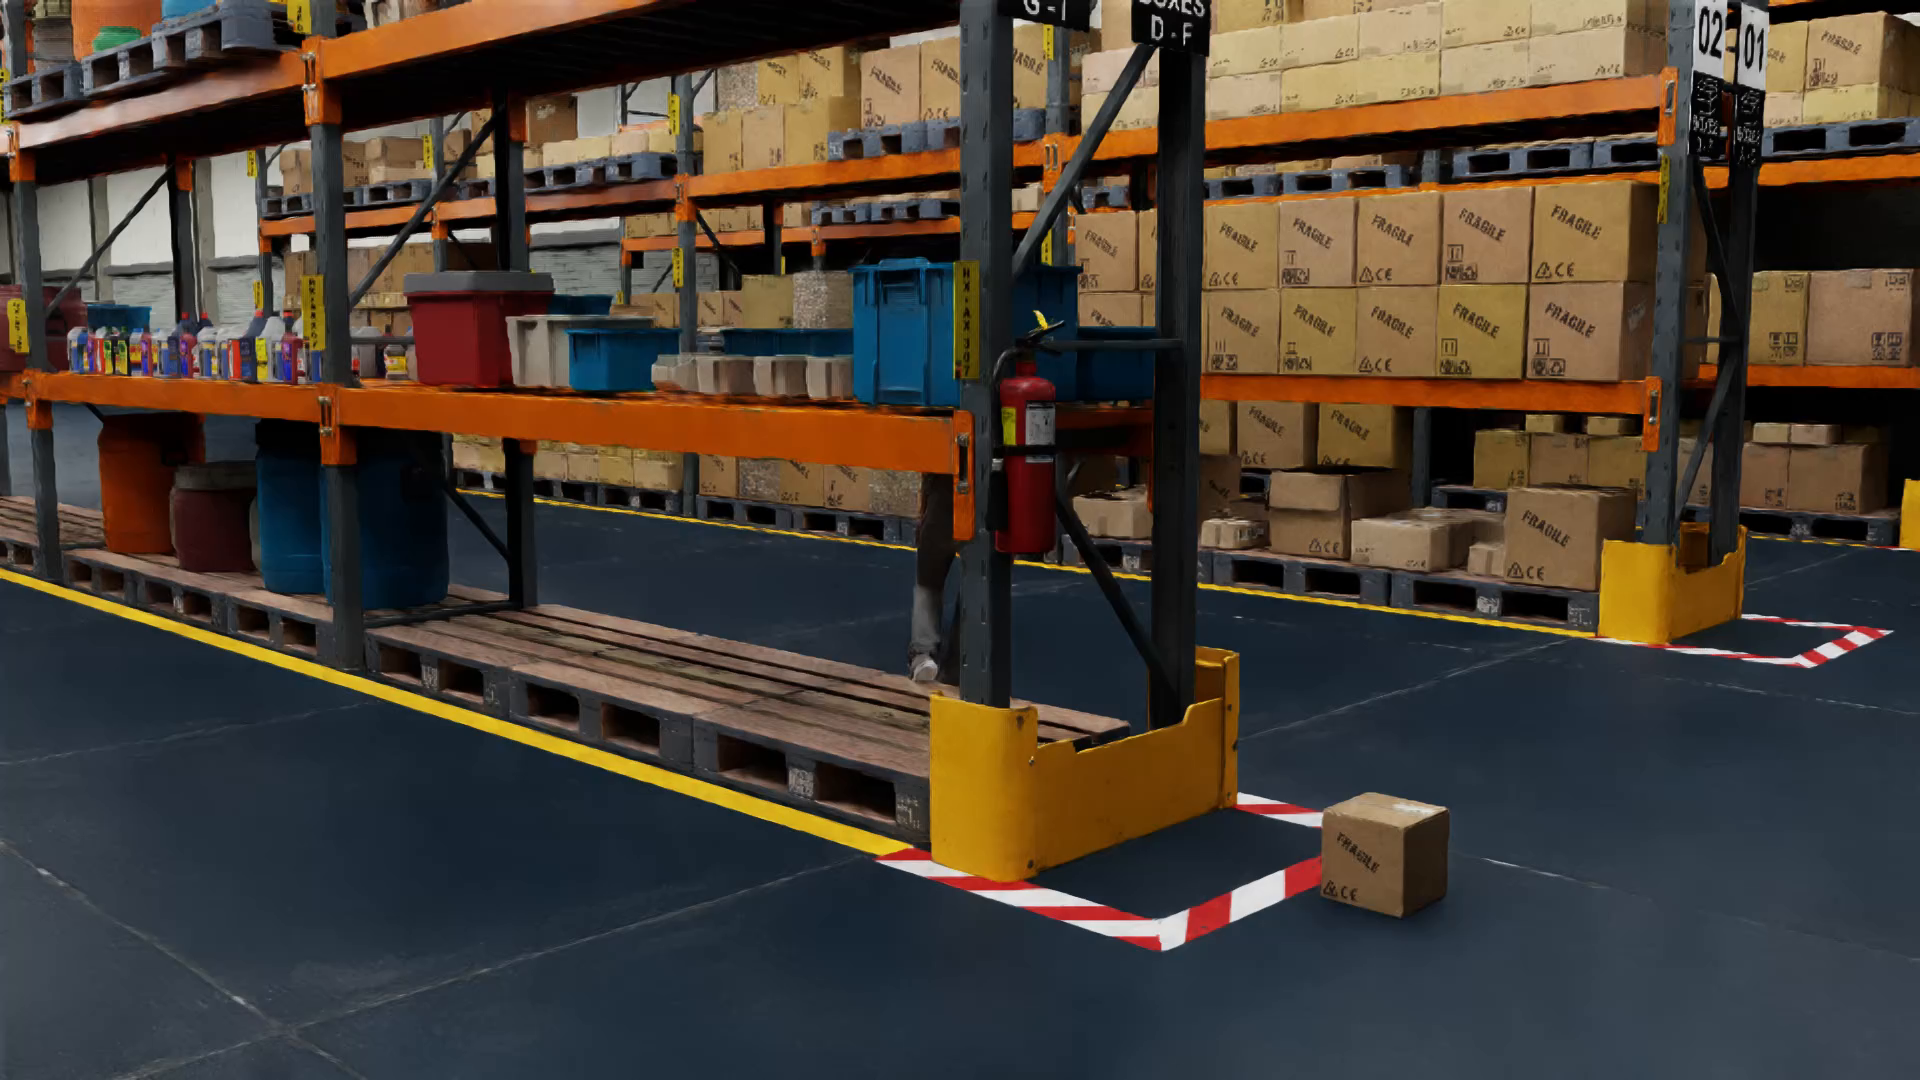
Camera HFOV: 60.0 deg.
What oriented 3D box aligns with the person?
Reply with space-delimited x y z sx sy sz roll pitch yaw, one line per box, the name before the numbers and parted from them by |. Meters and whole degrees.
person | 0.033 -0.043 6.529 0.487 1.551 0.509 1 7 10
